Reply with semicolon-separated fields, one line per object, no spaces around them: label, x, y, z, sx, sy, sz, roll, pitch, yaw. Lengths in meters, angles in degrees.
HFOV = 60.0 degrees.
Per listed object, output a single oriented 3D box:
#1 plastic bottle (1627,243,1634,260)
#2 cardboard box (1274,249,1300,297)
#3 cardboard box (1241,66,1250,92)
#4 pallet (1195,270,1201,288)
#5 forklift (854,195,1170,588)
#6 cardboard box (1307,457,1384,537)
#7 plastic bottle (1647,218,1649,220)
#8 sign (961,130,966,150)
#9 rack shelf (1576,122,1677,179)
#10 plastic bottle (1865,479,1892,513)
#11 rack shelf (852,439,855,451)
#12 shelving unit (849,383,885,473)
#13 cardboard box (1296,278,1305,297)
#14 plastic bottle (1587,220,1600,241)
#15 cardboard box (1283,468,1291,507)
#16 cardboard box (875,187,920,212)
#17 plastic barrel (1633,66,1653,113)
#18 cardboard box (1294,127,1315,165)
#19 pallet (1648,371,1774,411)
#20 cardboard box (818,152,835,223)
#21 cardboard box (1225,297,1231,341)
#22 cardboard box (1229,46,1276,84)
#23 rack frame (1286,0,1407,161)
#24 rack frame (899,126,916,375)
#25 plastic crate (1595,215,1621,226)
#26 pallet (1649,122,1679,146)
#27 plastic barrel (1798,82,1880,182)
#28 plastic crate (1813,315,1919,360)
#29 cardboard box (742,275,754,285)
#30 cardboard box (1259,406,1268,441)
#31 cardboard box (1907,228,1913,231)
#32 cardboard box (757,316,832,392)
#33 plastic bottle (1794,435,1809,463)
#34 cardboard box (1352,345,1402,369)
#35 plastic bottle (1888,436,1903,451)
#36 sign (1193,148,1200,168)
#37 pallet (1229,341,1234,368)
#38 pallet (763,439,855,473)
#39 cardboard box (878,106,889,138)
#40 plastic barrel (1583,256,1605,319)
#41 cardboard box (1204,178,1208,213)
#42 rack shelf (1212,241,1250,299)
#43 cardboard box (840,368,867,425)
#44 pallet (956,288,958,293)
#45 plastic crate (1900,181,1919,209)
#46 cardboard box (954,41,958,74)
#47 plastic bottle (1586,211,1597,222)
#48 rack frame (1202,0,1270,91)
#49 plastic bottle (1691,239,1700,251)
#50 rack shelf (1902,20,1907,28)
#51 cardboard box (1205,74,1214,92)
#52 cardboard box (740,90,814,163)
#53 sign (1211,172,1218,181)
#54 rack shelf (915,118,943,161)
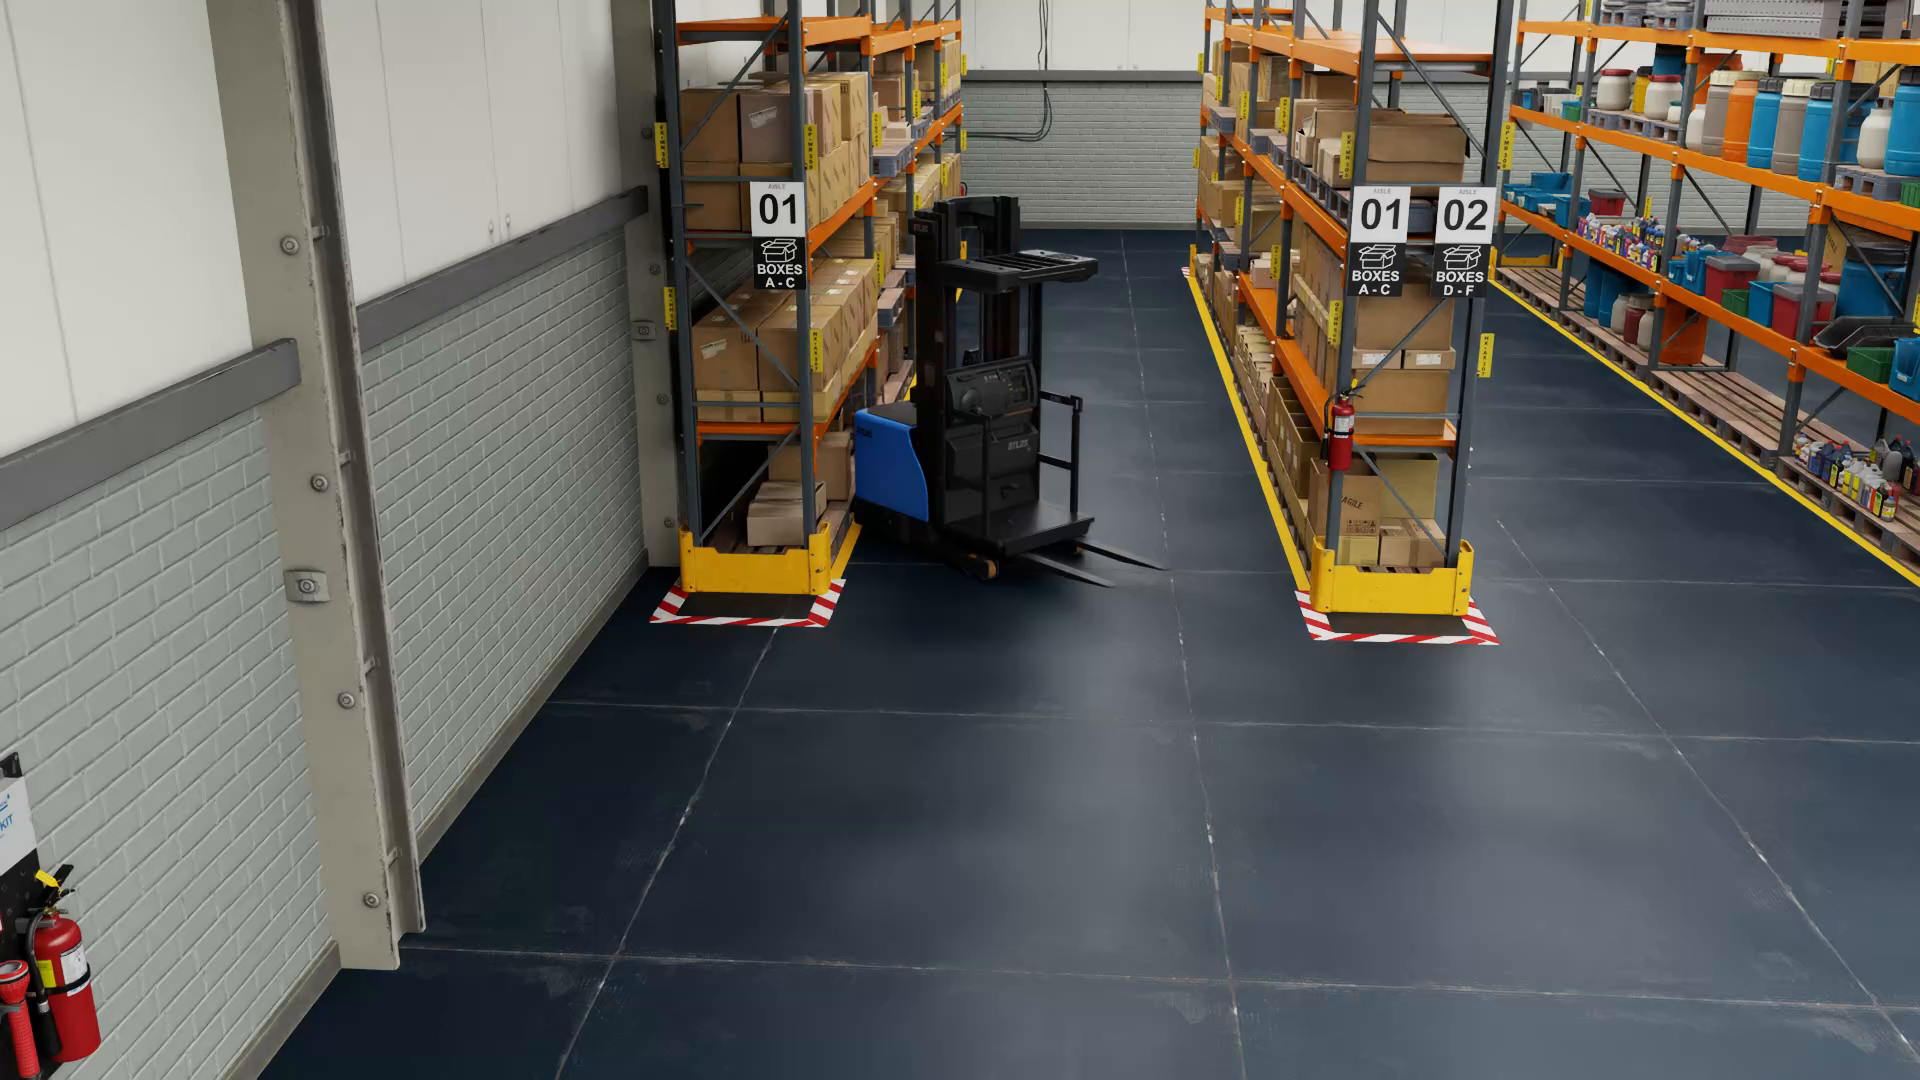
plastic bottle;8.519;-3.655;21.081;0.097;0.201;0.097;0;18;0
cardboard box;3.779;-2.934;18.398;0.500;0.500;0.500;0;18;1
cardboard box;3.968;-5.801;21.496;0.600;0.600;0.600;1;18;2
pallet;4.395;-4.296;27.195;1.003;0.211;1.213;1;18;4
forklift;0.408;-1.246;13.518;1.130;2.935;3.031;-15;23;-38
cardboard box;3.051;-0.346;13.197;0.500;0.500;0.500;1;18;4
plastic bottle;9.433;-4.280;22.856;0.061;0.283;0.133;1;18;4
sign;0.056;-6.648;27.655;0.100;0.325;0.005;1;18;4
rack shelf;8.967;-5.001;21.205;1.077;0.370;4.000;1;18;4
plastic bottle;7.990;-0.384;14.445;0.152;0.276;0.135;1;18;4
rack shelf;-0.804;-0.860;14.859;0.258;0.103;0.180;-15;19;-39
shelving unit;-0.800;-0.787;14.878;0.258;1.200;0.189;-15;19;-39
cardboard box;3.366;-2.364;15.618;0.380;0.149;0.250;2;18;5
plastic bottle;8.671;-4.230;22.716;0.152;0.276;0.135;1;18;4
cardboard box;3.149;-0.455;14.737;0.500;0.250;0.500;1;18;4
cardboard box;-0.766;-4.216;20.598;0.500;0.250;0.500;2;18;5
plastic barrel;9.247;-5.965;22.015;0.600;0.588;0.600;0;18;0
cardboard box;3.259;-3.496;14.703;0.500;0.311;0.500;0;18;1
pallet;8.729;-1.731;19.367;1.003;0.211;1.213;1;18;4
cardboard box;-1.284;-2.779;13.077;0.500;0.500;0.500;2;18;8
cardboard box;3.754;-2.885;21.719;0.500;0.500;0.500;1;18;2
cardboard box;4.167;-6.750;23.622;0.700;0.500;0.500;1;18;4
rack frame;3.597;-5.016;15.280;1.000;3.000;0.127;1;18;4
rack frame;-1.058;-3.517;20.339;1.000;3.000;0.127;1;18;4
plastic crate;9.286;-4.583;23.919;0.396;0.136;0.243;1;18;4
pallet;8.976;-4.867;19.945;1.003;0.211;1.213;1;18;4
plastic barrel;8.357;-3.880;15.825;0.600;0.901;0.708;1;18;4
plastic crate;8.372;-1.864;15.395;0.767;0.338;0.504;1;18;4
cardboard box;-1.669;-2.113;15.058;0.500;0.500;0.500;2;18;5
cardboard box;3.337;-1.194;16.990;0.500;0.250;0.500;1;18;3
cardboard box;13.764;-4.490;23.713;0.380;0.149;0.250;2;18;5
cardboard box;-1.297;-1.469;13.092;0.500;0.500;0.500;1;18;4
plastic bottle;8.077;-0.877;15.957;0.097;0.271;0.097;0;18;0
cardboard box;3.147;-1.402;12.681;0.380;0.149;0.250;1;18;3
plastic bottle;8.778;-0.797;15.587;0.144;0.351;0.185;1;18;2
sign;3.916;-6.316;27.490;0.100;0.325;0.005;1;18;4
pallet;3.974;-2.314;21.145;1.003;0.211;1.213;1;18;4
pallet;-1.358;-0.740;16.343;1.003;0.211;1.213;1;18;4
cardboard box;-1.243;-4.601;18.631;0.797;0.503;0.637;4;19;12
plastic barrel;9.054;-3.572;23.203;0.600;0.901;0.708;1;18;4
cardboard box;4.054;-5.337;25.731;0.500;0.500;0.500;2;18;5
rack shelf;4.027;-3.687;22.013;1.077;0.370;4.000;1;18;4
cardboard box;-1.309;-1.525;17.568;0.700;0.500;0.500;2;18;6
pallet;-0.554;-4.049;26.440;1.003;0.211;1.213;1;18;4
plastic crate;8.152;-2.894;13.962;0.336;0.188;0.450;1;18;4
cardboard box;-0.312;-7.571;26.095;0.500;0.500;0.500;2;18;6
plastic bottle;8.759;-4.400;23.114;0.144;0.351;0.185;1;18;4
rack frame;4.457;-8.743;26.654;1.000;3.000;0.127;1;18;4
plastic bottle;9.272;-3.654;20.964;0.097;0.271;0.097;0;18;0
rack shelf;14.194;-7.368;24.254;1.077;0.370;4.000;1;18;4
cardboard box;4.117;-7.175;26.124;0.500;0.250;0.500;1;18;4
cardboard box;-1.362;-3.104;12.464;0.500;0.500;0.500;0;18;0
sign;3.628;-5.071;23.692;0.100;0.325;0.005;1;18;4
rack shelf;-0.915;-5.222;21.880;1.077;0.370;4.000;1;18;4
